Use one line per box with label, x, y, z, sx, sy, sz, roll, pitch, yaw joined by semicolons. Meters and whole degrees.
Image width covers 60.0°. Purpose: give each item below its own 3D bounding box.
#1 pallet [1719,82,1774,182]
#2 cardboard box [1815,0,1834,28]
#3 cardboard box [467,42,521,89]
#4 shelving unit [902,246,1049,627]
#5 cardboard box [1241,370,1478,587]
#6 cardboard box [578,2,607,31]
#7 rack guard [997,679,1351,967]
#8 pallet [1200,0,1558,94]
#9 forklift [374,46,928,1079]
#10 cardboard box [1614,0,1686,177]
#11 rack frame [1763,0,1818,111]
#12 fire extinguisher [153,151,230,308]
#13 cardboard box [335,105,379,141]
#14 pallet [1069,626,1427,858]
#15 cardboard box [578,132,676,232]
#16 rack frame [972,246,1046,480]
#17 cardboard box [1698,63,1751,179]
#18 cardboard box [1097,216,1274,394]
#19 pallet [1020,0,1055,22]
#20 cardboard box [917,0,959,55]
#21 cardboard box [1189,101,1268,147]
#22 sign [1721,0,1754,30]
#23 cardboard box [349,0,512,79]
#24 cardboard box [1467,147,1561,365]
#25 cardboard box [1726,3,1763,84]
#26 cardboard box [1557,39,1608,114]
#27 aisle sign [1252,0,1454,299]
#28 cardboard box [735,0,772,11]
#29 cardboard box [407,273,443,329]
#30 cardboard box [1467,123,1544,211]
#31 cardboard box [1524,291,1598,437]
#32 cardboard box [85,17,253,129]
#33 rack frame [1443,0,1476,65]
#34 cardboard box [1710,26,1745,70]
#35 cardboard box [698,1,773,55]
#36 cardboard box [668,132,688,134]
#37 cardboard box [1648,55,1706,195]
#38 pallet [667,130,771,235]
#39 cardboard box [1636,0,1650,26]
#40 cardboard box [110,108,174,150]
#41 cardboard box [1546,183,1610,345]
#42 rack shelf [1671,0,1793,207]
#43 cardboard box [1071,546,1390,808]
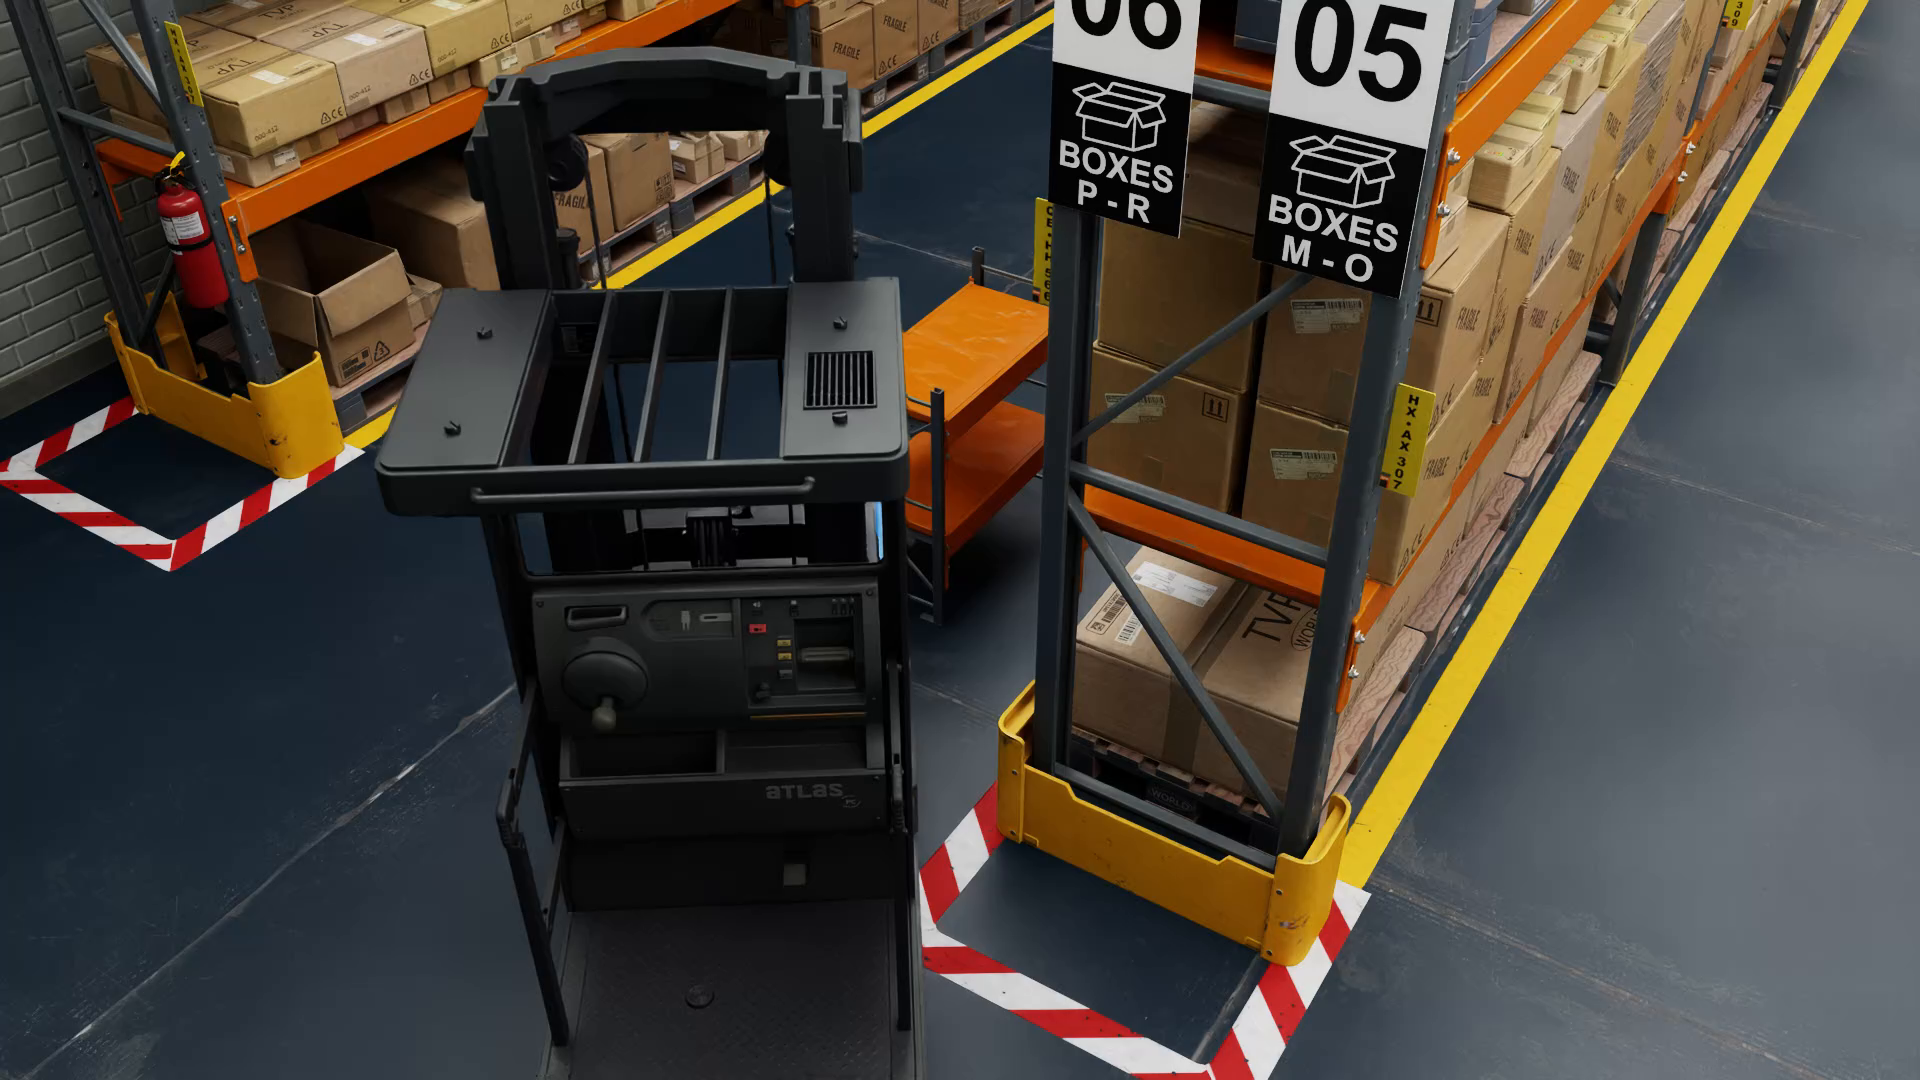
pallet;4.504;-2.707;10.588;1.003;0.211;1.213;21;42;25
cardboard box;5.690;-3.990;11.777;0.950;0.372;0.625;20;42;24
cardboard box;-2.349;-2.318;8.006;0.380;0.149;0.250;20;42;24
shelving unit;-0.004;-0.442;6.902;0.538;1.125;1.048;21;42;25
cardboard box;1.204;-0.262;5.051;0.500;0.500;0.500;21;42;25
cardboard box;-2.053;-2.759;8.578;0.380;0.149;0.250;22;43;26
rack guard;0.691;0.934;5.629;1.175;0.500;0.348;21;42;25
pallet;1.093;-1.607;4.494;1.003;0.211;1.213;21;42;25
forklift;-0.670;0.384;4.352;1.130;2.935;3.031;-2;38;-2
cardboard box;2.284;-1.708;6.108;0.500;0.500;0.500;22;43;26
rack frame;4.990;-4.193;10.232;1.000;3.000;0.127;21;42;25
fire extinguisher;-3.178;-1.285;6.829;0.296;0.674;0.183;21;42;25
cardboard box;-2.873;-1.964;7.546;0.380;0.149;0.250;21;42;25
pallet;1.067;0.598;6.302;1.003;0.211;1.213;21;42;25
cardboard box;-2.034;-2.114;9.239;0.700;0.500;0.500;20;42;23
rack frame;0.269;-0.704;7.242;0.500;1.125;0.032;21;42;25
cardboard box;4.069;-2.730;9.731;0.875;0.875;0.875;22;43;26
cardboard box;0.761;-0.831;4.970;0.500;0.500;0.500;23;43;27
pallet;0.365;-4.338;12.704;1.003;0.211;1.213;21;42;25
cardboard box;-0.349;-3.638;11.216;0.500;0.500;0.500;20;42;24
cardboard box;0.843;-1.150;4.853;0.380;0.149;0.250;22;43;26
sign;3.317;-2.324;7.034;0.100;0.325;0.005;21;42;25
cardboard box;-2.480;-2.417;7.808;0.500;0.250;0.500;20;42;24
cardboard box;1.473;-0.927;5.095;0.500;0.500;0.500;20;42;24
cardboard box;3.582;-2.479;8.132;0.500;0.250;0.500;20;42;24
cardboard box;1.836;-1.518;5.330;0.380;0.149;0.250;22;43;26
aisle sign;0.911;-0.966;3.917;0.394;0.787;0.004;21;42;25
cardboard box;-1.392;-3.470;10.466;0.380;0.149;0.250;19;42;23
cardboard box;-2.821;-1.218;8.365;0.380;0.149;0.250;19;42;23
cardboard box;1.445;-1.109;4.799;0.380;0.149;0.250;23;43;26
cardboard box;2.420;-0.994;7.837;0.875;0.438;0.875;21;42;24
cardboard box;-3.467;-2.073;7.361;0.500;0.250;0.500;22;43;26
rack frame;0.704;-2.445;3.051;1.000;3.000;0.127;21;42;25
cardboard box;3.321;-2.404;7.625;0.500;0.250;0.500;20;42;24
cardboard box;-1.333;-3.279;10.750;0.500;0.500;0.500;21;42;25
cardboard box;-1.899;-2.591;10.012;0.500;0.311;0.500;23;43;27
cardboard box;2.815;-1.848;7.108;0.500;0.500;0.500;22;43;26
pallet;-1.715;-2.294;10.053;1.003;0.211;1.213;21;42;25
cardboard box;2.213;-1.922;5.854;0.380;0.149;0.250;20;42;24
cardboard box;-3.538;-1.850;7.398;0.380;0.149;0.250;21;42;25
cardboard box;1.993;-1.052;6.076;0.500;0.500;0.500;23;43;27
rack shelf;3.919;-2.877;9.114;1.077;0.370;4.000;21;42;25
cardboard box;0.973;0.407;6.020;0.875;0.438;0.875;20;42;24
